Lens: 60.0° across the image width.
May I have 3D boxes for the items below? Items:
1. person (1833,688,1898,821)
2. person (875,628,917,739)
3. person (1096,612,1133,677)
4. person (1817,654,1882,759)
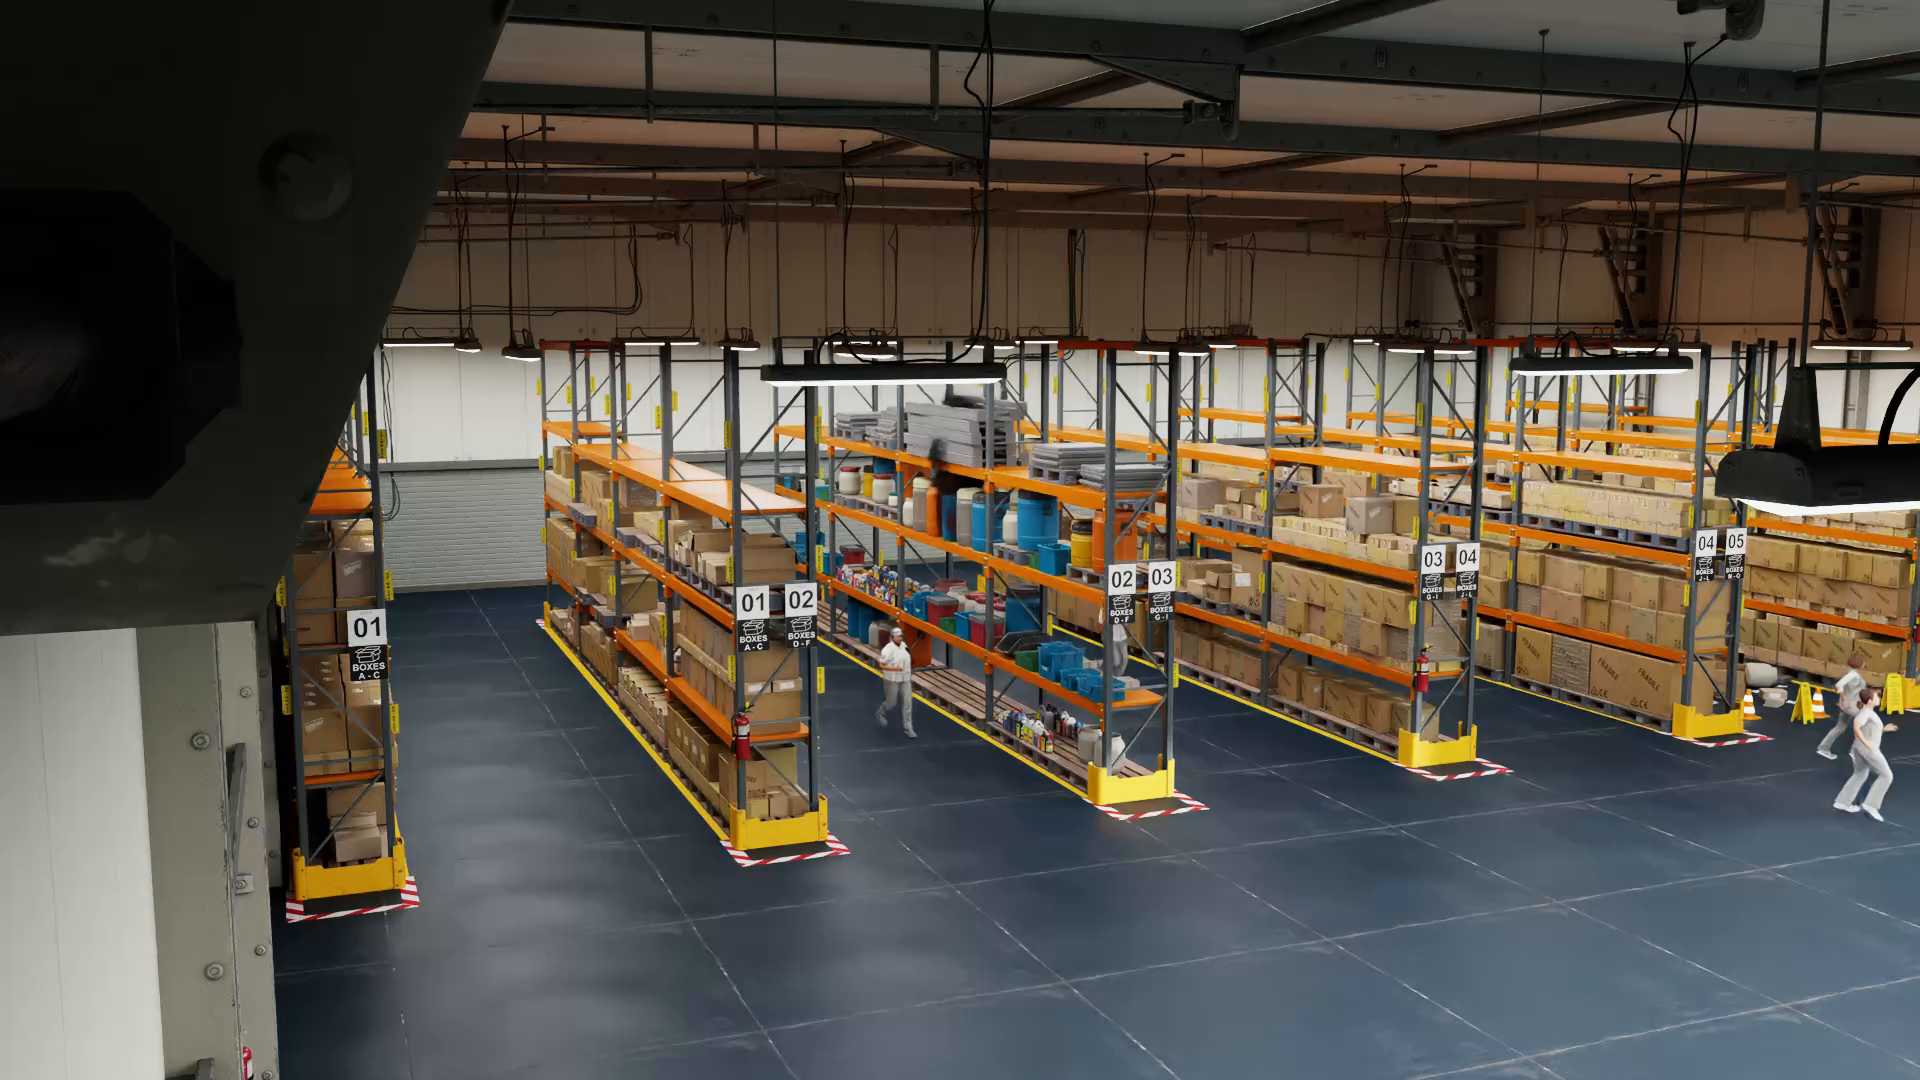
[{"bbox_3d":[11.648,2.740,21.339,0.694,1.707,0.544,2,8,16],"label":"person"},{"bbox_3d":[-0.967,2.175,25.631,0.609,1.667,0.875,-5,9,-35],"label":"person"},{"bbox_3d":[2.665,1.723,29.005,0.687,1.719,0.645,-5,9,-34],"label":"person"},{"bbox_3d":[12.799,2.439,23.893,0.783,1.637,0.498,2,8,17],"label":"person"}]
